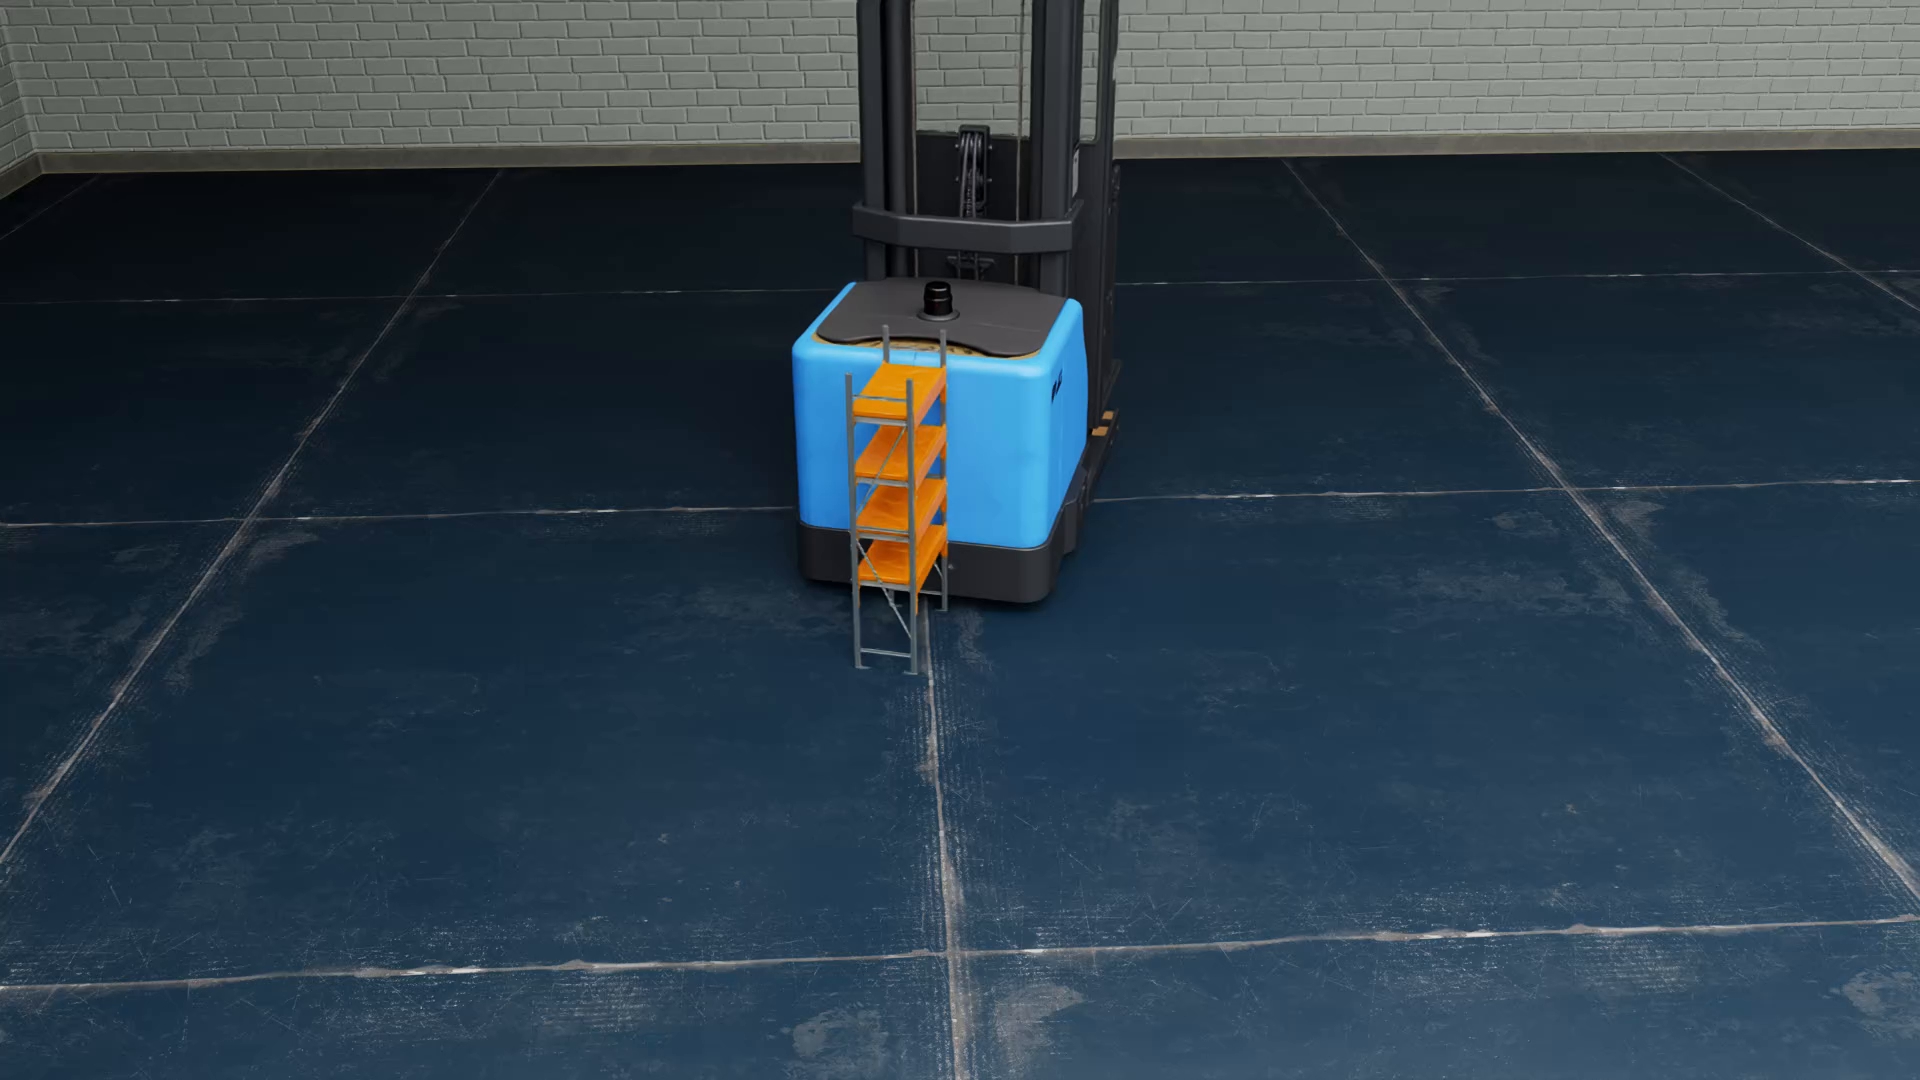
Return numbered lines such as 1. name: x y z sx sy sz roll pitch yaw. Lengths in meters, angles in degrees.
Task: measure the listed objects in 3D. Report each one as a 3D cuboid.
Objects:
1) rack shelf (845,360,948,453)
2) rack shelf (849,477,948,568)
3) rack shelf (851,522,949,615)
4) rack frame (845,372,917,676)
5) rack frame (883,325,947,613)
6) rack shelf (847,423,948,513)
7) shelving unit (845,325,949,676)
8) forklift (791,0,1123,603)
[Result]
1. rack shelf: -0.224 -0.492 6.046 0.258 0.148 0.480 6 28 12
2. rack shelf: -0.224 -0.084 6.259 0.258 0.148 0.480 6 28 12
3. rack shelf: -0.224 0.092 6.351 0.258 0.148 0.480 6 28 12
4. rack frame: -0.280 -0.034 6.017 0.240 1.200 0.015 6 28 12
5. rack frame: -0.169 -0.254 6.439 0.240 1.200 0.015 6 28 12
6. rack shelf: -0.224 -0.282 6.156 0.258 0.148 0.480 6 28 12
7. shelving unit: -0.224 -0.144 6.228 0.258 1.200 0.503 6 28 12
8. forklift: 0.166 -1.712 7.362 1.130 2.935 3.031 6 28 12
